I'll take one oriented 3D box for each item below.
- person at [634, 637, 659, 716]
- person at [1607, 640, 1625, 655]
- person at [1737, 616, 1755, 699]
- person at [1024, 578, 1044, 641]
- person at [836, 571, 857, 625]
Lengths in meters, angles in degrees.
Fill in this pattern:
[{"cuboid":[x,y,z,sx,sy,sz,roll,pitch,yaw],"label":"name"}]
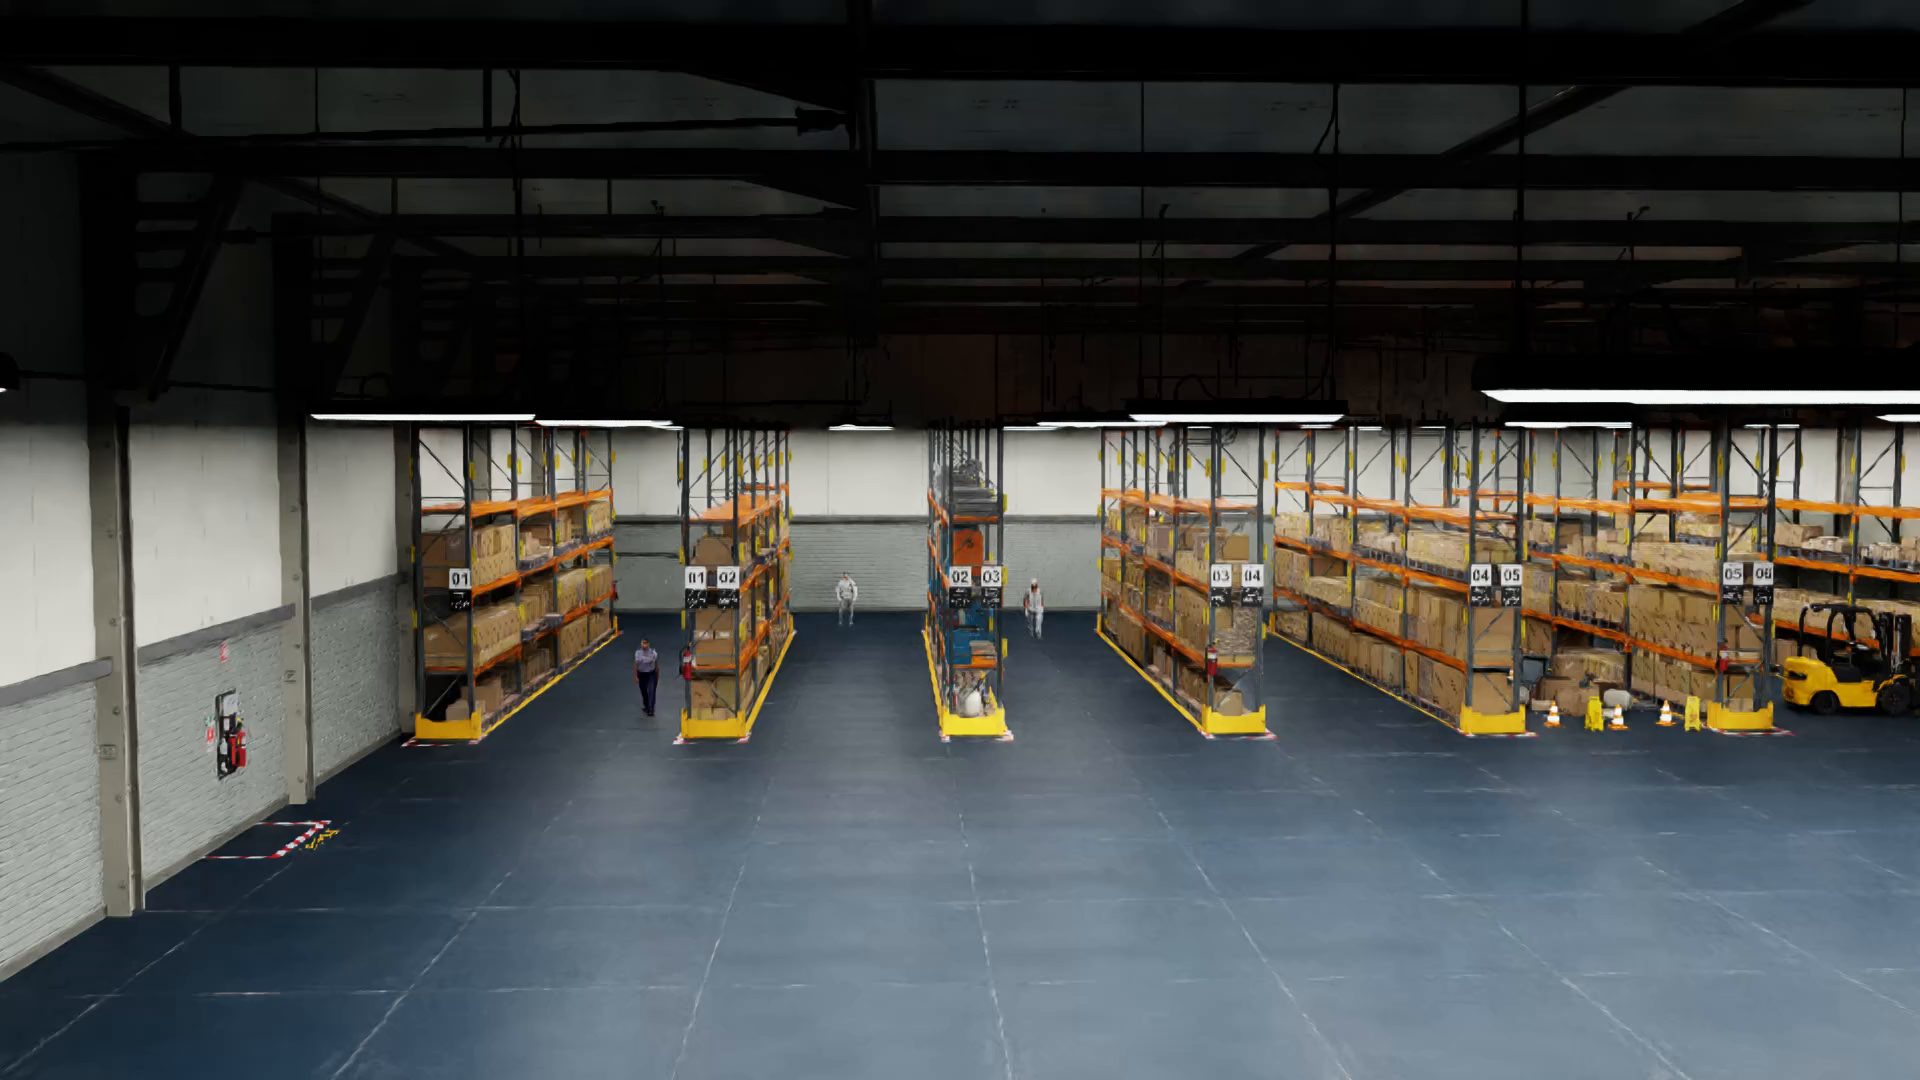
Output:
[{"cuboid":[-6.347,2.786,33.605,0.479,1.462,1.090,0,4,0],"label":"person"},{"cuboid":[16.920,2.059,42.740,0.582,1.721,0.636,2,4,25],"label":"person"},{"cuboid":[16.776,2.497,35.692,0.580,1.763,0.673,2,4,29],"label":"person"},{"cuboid":[2.029,1.886,45.513,0.553,1.709,1.123,0,4,-1],"label":"person"},{"cuboid":[-3.349,1.713,49.145,0.639,1.627,0.498,0,4,-4],"label":"person"}]
